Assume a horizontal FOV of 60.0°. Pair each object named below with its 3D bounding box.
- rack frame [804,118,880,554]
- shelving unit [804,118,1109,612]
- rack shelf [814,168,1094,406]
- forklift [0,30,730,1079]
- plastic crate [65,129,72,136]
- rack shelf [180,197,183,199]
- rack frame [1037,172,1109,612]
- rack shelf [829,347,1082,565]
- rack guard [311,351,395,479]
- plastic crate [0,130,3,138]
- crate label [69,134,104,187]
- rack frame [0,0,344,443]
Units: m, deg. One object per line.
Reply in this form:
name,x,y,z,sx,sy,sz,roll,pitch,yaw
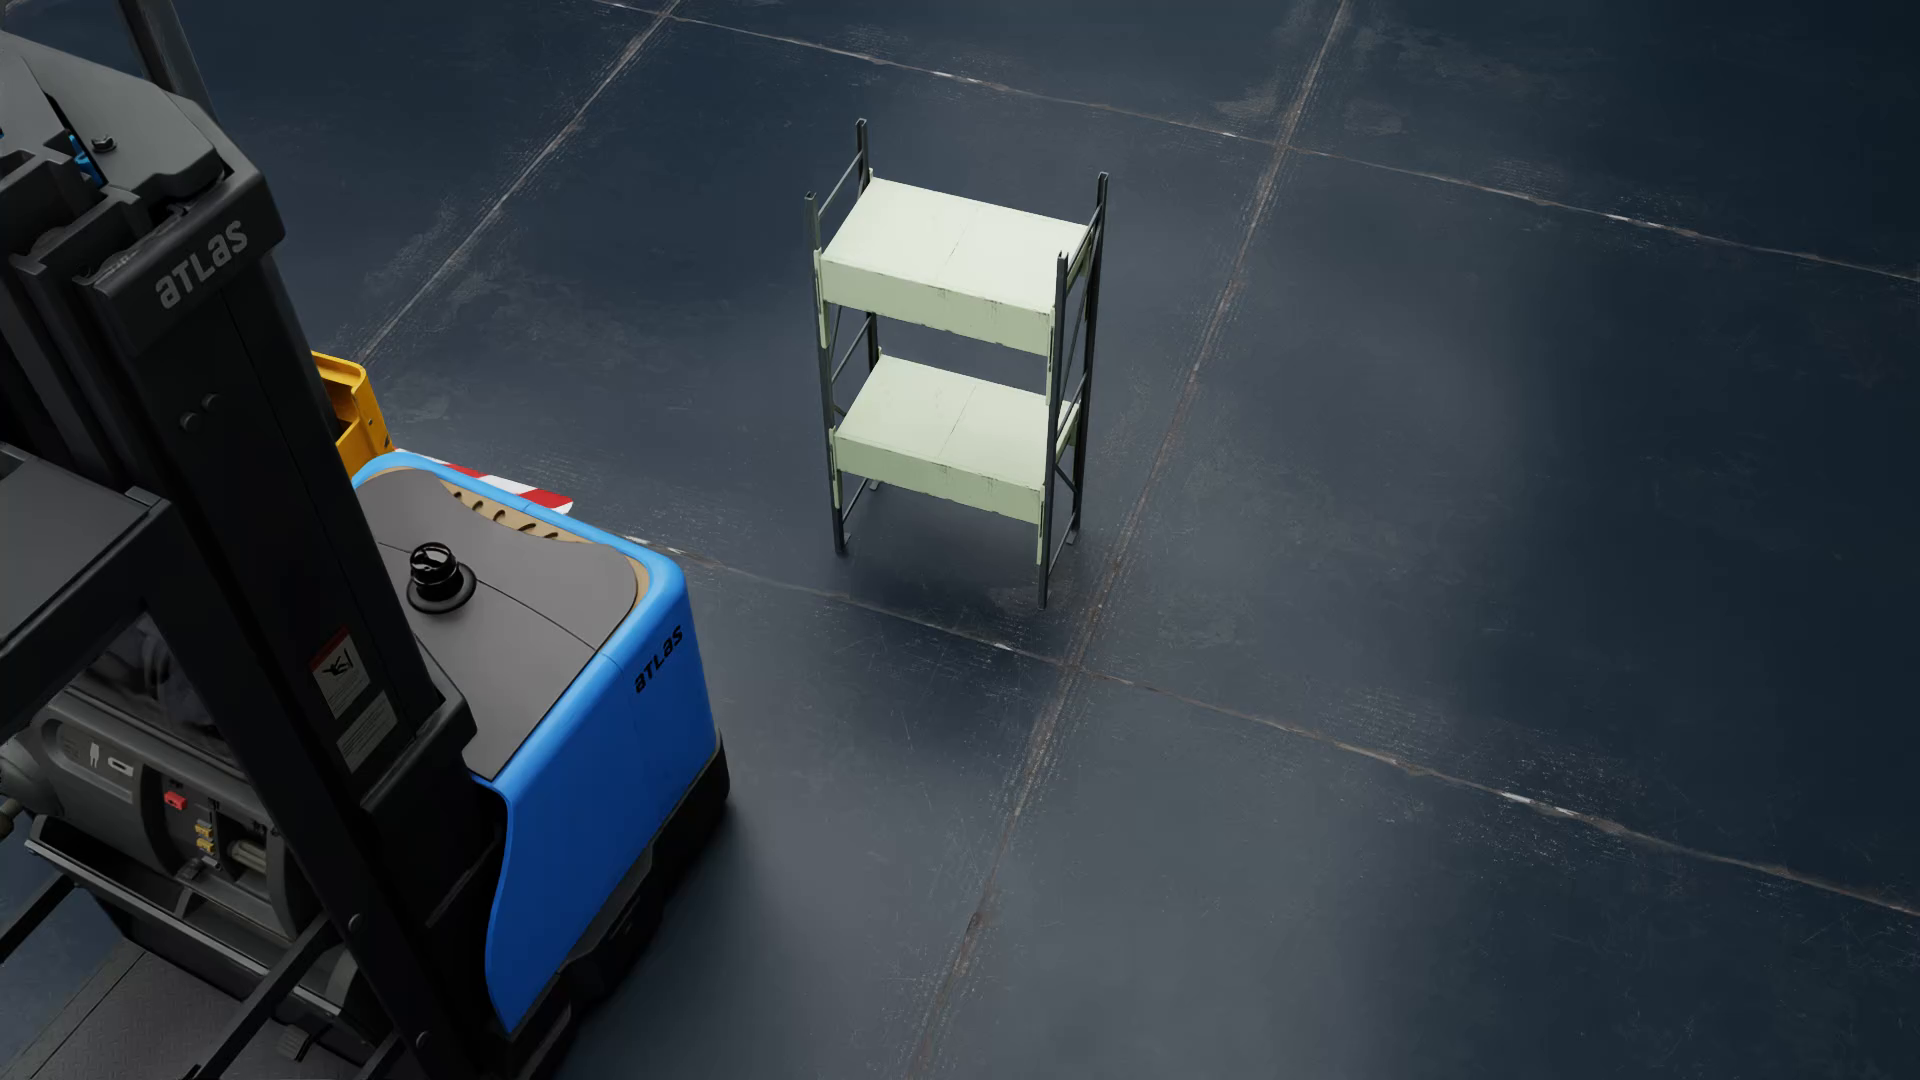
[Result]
rack frame,-0.350,-0.589,5.268,0.023,1.500,0.400,16,51,13
shelving unit,-0.006,-0.493,5.185,0.755,1.500,0.431,16,51,13
rack shelf,-0.006,-0.749,4.890,0.720,0.370,0.431,16,51,13
forklift,-1.809,0.637,3.259,1.130,2.935,3.031,21,52,17
plastic crate,-2.751,-1.233,4.968,0.298,0.136,0.250,16,51,13
rack shelf,-4.238,-1.147,5.235,4.000,0.370,1.077,16,51,13
rack frame,0.337,-0.397,5.102,0.023,1.500,0.400,16,51,13
rack shelf,-0.006,-0.279,5.431,0.720,0.370,0.431,16,51,13
rack guard,-2.334,-0.043,5.457,0.348,0.500,1.175,16,51,13
plastic crate,-2.740,-0.845,4.435,0.499,0.435,0.616,16,51,13
crate label,-2.479,-1.122,4.808,0.303,0.233,0.416,16,51,13
rack frame,-2.361,-0.859,4.509,0.127,3.000,1.000,16,51,13
